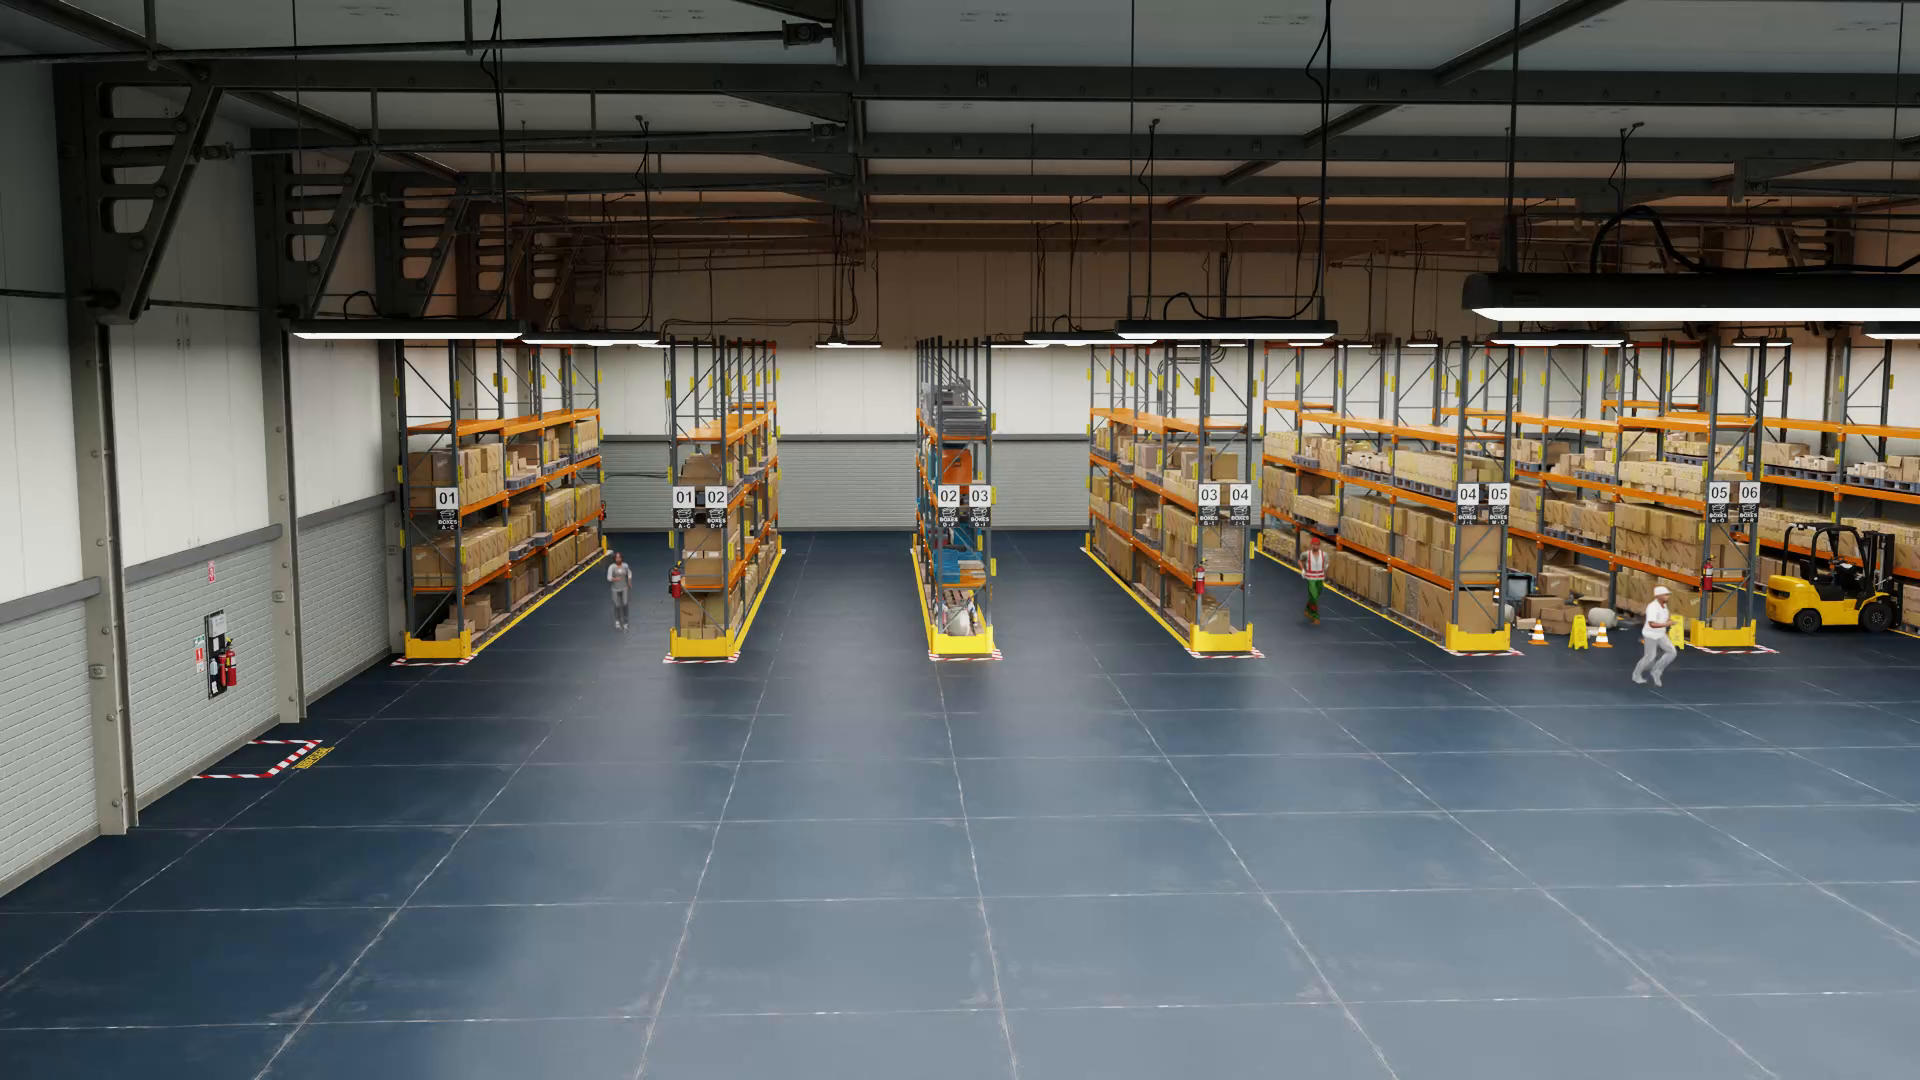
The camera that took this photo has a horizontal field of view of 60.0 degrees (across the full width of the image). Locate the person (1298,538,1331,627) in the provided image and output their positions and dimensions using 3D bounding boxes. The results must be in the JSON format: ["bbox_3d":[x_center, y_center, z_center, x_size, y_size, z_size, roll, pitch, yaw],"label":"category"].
[{"bbox_3d":[7.494,0.851,35.047,0.629,1.817,0.912,-1,7,-10],"label":"person"}]

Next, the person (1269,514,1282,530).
[{"bbox_3d":[9.346,-0.786,49.352,0.967,1.770,0.698,-5,8,-35],"label":"person"}]

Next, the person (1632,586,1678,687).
[{"bbox_3d":[11.851,1.636,28.298,0.735,1.735,0.794,-6,9,-43],"label":"person"}]

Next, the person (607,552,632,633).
[{"bbox_3d":[-6.963,1.061,34.057,0.504,1.638,0.711,-2,7,-15],"label":"person"}]
